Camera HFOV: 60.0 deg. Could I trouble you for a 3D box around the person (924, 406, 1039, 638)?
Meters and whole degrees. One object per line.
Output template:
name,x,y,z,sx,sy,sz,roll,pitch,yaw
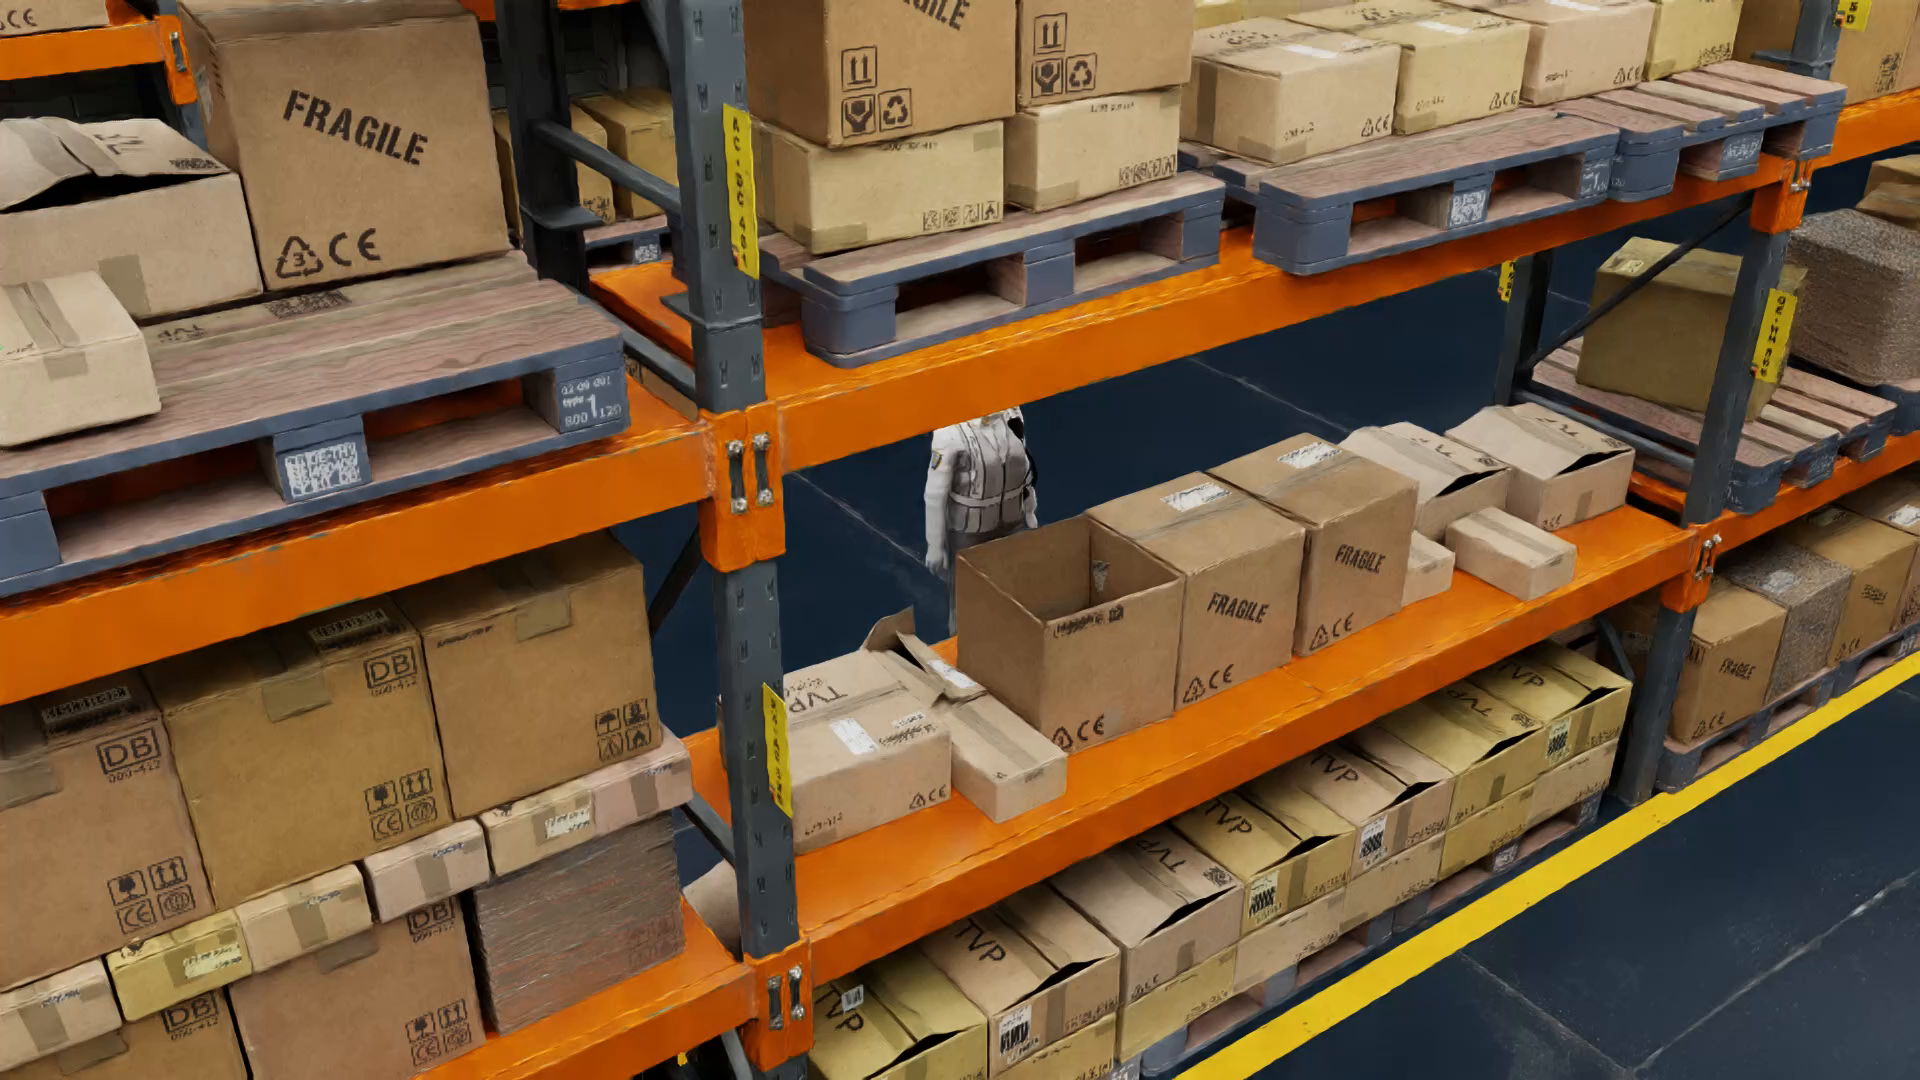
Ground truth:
person,0.105,-0.051,7.159,0.559,1.685,0.378,-18,33,-29
